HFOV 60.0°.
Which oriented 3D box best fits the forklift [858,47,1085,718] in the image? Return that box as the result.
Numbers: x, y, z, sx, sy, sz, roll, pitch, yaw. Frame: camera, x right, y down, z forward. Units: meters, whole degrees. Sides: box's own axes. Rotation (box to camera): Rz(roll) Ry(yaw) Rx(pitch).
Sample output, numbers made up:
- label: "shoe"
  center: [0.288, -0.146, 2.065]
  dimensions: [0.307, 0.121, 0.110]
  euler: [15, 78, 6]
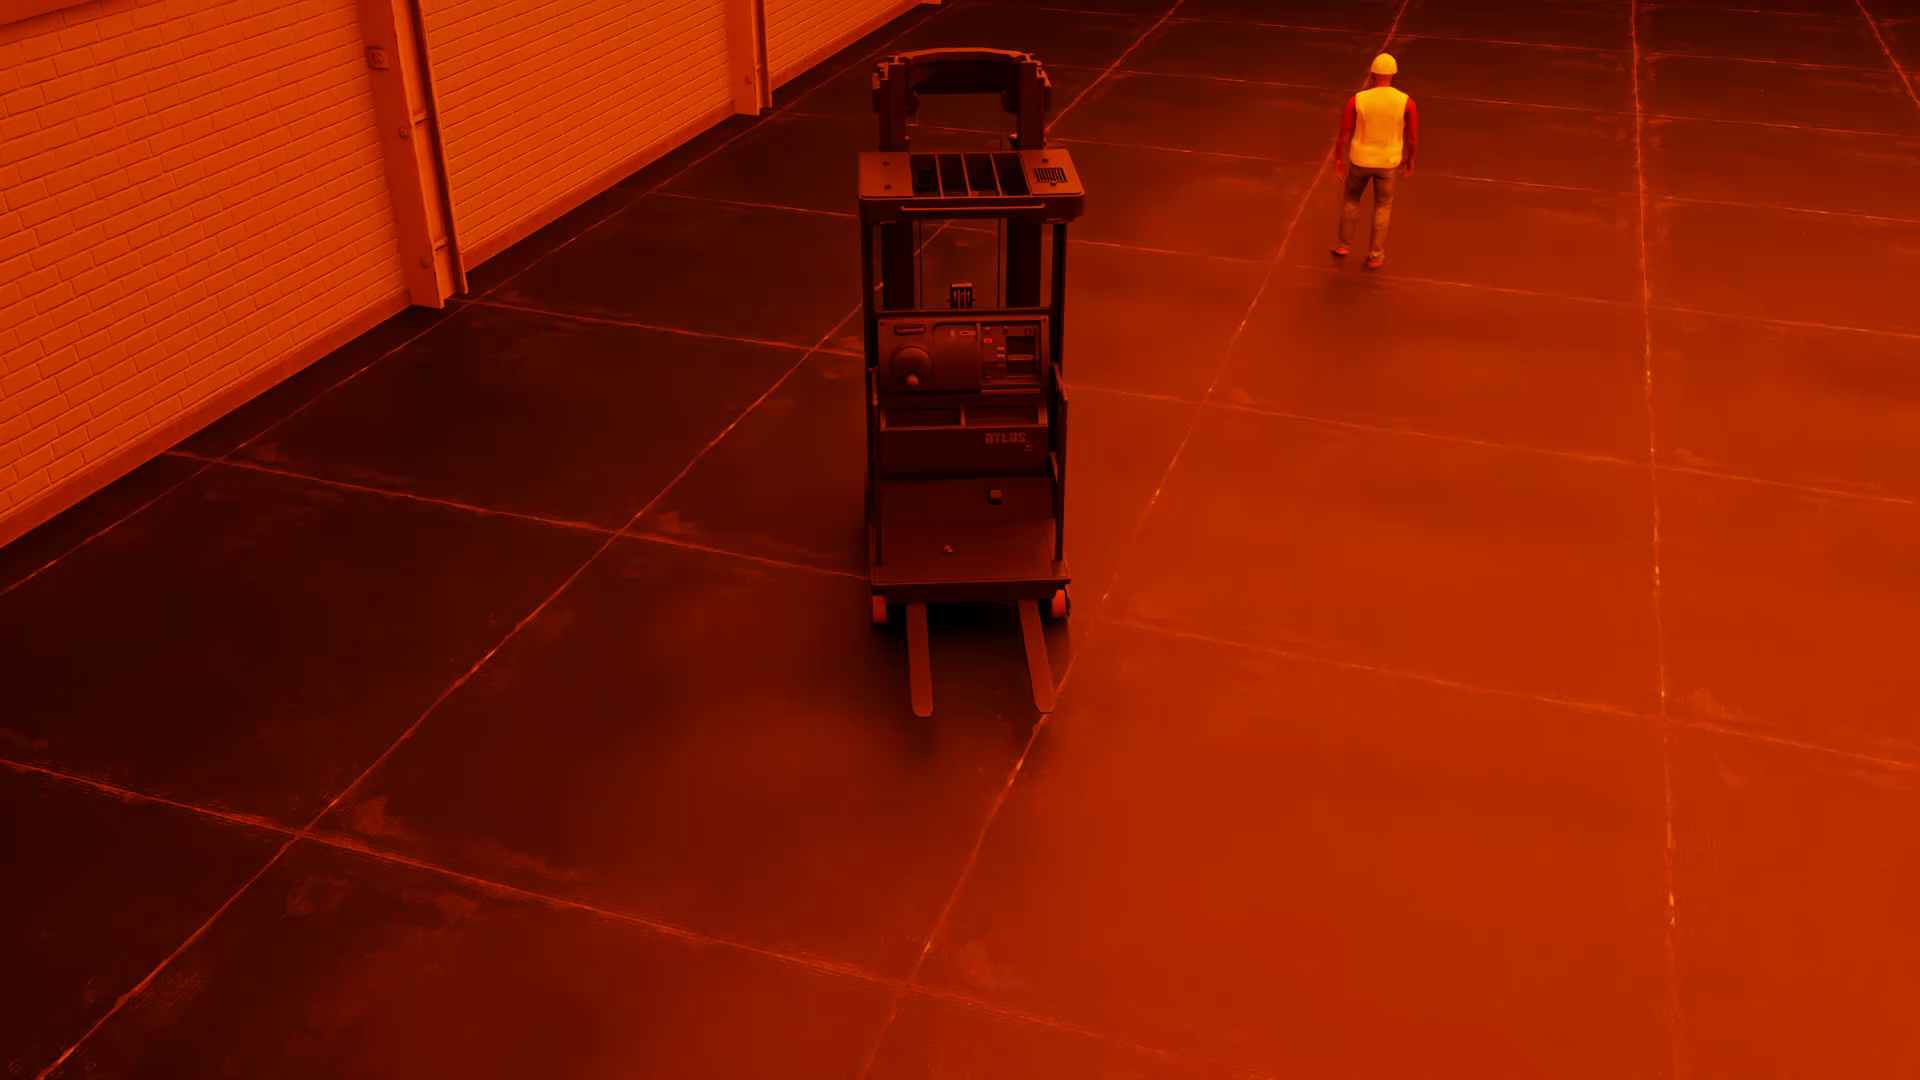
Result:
- label: "forklift"
  center: [0.035, -0.972, 8.842]
  dimensions: [1.130, 2.935, 3.031]
  euler: [-2, 30, -3]

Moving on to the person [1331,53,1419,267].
- label: "person"
  center: [3.482, -3.193, 13.969]
  dimensions: [0.658, 1.792, 0.521]
  euler: [7, 30, 11]
